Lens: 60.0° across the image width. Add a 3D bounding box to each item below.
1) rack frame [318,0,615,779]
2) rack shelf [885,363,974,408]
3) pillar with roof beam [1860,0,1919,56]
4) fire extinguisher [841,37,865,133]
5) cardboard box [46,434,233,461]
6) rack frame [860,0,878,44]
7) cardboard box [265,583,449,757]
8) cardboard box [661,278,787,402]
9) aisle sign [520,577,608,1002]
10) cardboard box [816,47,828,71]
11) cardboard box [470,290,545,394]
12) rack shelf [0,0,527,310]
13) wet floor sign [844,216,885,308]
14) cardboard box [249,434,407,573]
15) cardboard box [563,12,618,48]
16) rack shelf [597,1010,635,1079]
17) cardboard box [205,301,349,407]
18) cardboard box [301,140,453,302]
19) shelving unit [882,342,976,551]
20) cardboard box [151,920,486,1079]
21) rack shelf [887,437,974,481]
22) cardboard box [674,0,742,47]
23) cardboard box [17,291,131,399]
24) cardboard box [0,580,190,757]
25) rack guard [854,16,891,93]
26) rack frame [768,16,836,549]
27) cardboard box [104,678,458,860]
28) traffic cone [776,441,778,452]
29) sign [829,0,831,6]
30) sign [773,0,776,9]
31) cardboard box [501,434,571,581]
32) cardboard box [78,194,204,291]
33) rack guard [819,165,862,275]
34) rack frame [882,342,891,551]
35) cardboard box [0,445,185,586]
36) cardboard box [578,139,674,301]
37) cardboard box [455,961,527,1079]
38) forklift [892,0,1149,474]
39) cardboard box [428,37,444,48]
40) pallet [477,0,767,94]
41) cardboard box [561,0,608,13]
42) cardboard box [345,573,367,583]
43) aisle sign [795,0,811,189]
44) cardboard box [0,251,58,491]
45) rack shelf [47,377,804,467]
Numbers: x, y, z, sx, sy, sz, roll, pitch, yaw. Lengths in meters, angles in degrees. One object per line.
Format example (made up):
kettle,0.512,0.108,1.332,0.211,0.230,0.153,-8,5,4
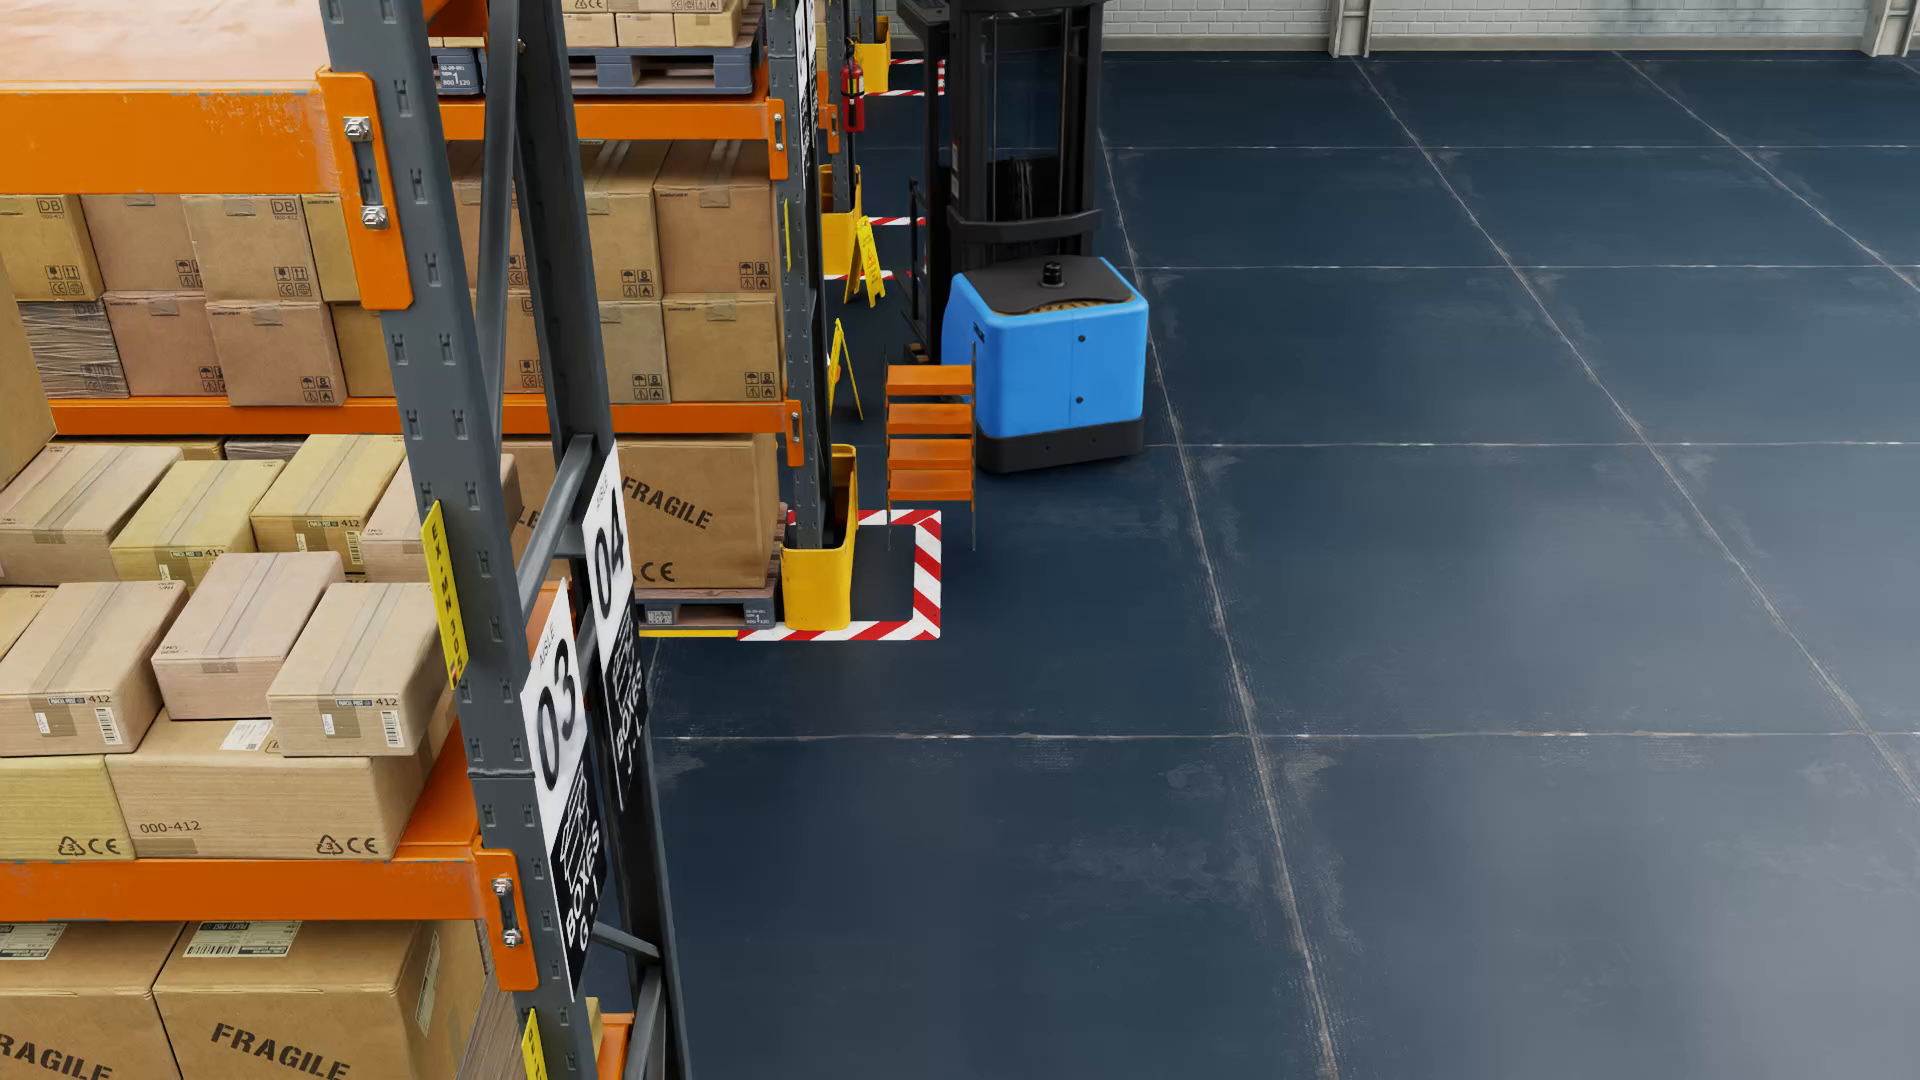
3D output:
rack frame,-0.863,-1.095,2.768,0.127,3.000,1.000,0,31,0
rack shelf,-0.166,-0.848,9.123,0.480,0.148,0.258,0,31,0
pillar with roof beam,10.368,-7.080,12.632,0.400,9.000,9.100,0,31,0
fire extinguisher,-0.805,-3.398,12.423,0.183,0.674,0.296,0,31,0
cardboard box,-4.162,-0.327,8.930,0.875,0.875,0.875,0,31,0
rack frame,-0.956,-6.245,17.040,0.127,3.000,1.000,0,31,0
cardboard box,-1.138,0.244,3.213,0.250,0.149,0.380,0,31,0
cardboard box,-1.162,-1.142,8.486,0.550,0.550,0.875,0,31,0
aisle sign,-0.799,0.514,3.394,0.004,0.787,0.394,0,31,0
cardboard box,-1.424,-5.084,17.372,0.500,0.250,0.500,0,31,0
cardboard box,-2.273,-1.193,8.569,0.550,0.550,0.875,0,31,0
rack shelf,-2.863,-0.779,2.945,4.000,0.370,1.077,0,31,0
wet floor sign,-0.726,-2.109,12.494,0.232,0.644,0.267,10,33,17
cardboard box,-1.399,-0.087,3.759,0.250,0.149,0.380,0,31,1
cardboard box,-1.631,-2.322,7.423,0.250,0.149,0.380,0,31,0
rack shelf,-2.863,1.784,4.501,4.000,0.370,1.077,0,31,0
cardboard box,-3.332,-1.116,8.442,0.550,0.550,0.875,0,31,0
cardboard box,-2.802,-1.598,8.195,0.500,0.550,0.875,0,31,0
shelving unit,-0.166,-0.512,9.327,0.503,1.200,0.258,0,31,0
cardboard box,-1.411,1.003,3.748,0.500,0.500,0.500,0,31,0
rack shelf,-0.166,-0.455,9.362,0.480,0.148,0.258,0,31,0
cardboard box,-1.122,-2.323,7.426,0.250,0.149,0.380,0,31,0
cardboard box,-4.423,-1.162,8.518,0.550,0.550,0.875,0,31,0
cardboard box,-1.672,0.242,3.217,0.250,0.149,0.380,-1,31,-2
rack guard,-0.932,-5.176,17.689,0.348,0.500,1.175,0,31,0
rack frame,-0.791,-1.103,8.565,0.127,3.000,1.000,0,31,0
cardboard box,-1.343,0.385,3.365,0.500,0.250,0.500,1,31,1
traffic cone,-1.331,-0.753,10.435,0.334,0.463,0.336,0,31,0
sign,-0.939,-4.012,11.940,0.005,0.325,0.100,0,31,0
sign,-0.802,-2.449,7.114,0.005,0.325,0.100,0,31,0
cardboard box,-2.349,-0.334,8.941,0.875,0.875,0.875,-1,31,-1
cardboard box,-3.873,-1.662,8.300,0.550,0.550,0.875,0,31,0
rack guard,-0.998,-2.601,13.445,0.348,0.500,1.175,0,31,0
rack frame,-0.410,-0.512,9.326,0.015,1.200,0.240,0,31,0
cardboard box,-1.924,-0.058,3.712,0.250,0.149,0.380,1,31,2
cardboard box,-1.712,-1.598,8.196,0.550,0.550,0.875,0,31,0
cardboard box,-1.413,1.288,4.242,0.500,0.500,0.875,0,31,0
forklift,0.241,-2.413,10.790,1.130,2.935,3.031,-9,32,-14
cardboard box,-2.392,-2.320,7.420,0.250,0.149,0.380,0,31,0
pallet,-1.533,-2.340,7.797,1.213,0.211,1.003,0,31,0
cardboard box,-1.779,-2.523,7.371,0.500,0.250,0.500,0,31,0
cardboard box,-1.346,0.119,3.804,0.500,0.250,0.500,1,31,1
aisle sign,-0.719,-2.059,7.635,0.004,0.787,0.394,0,31,0
cardboard box,-2.349,-0.331,3.537,0.500,0.500,0.500,0,31,0
rack shelf,-2.791,-0.789,8.742,4.000,0.370,1.077,0,31,0
